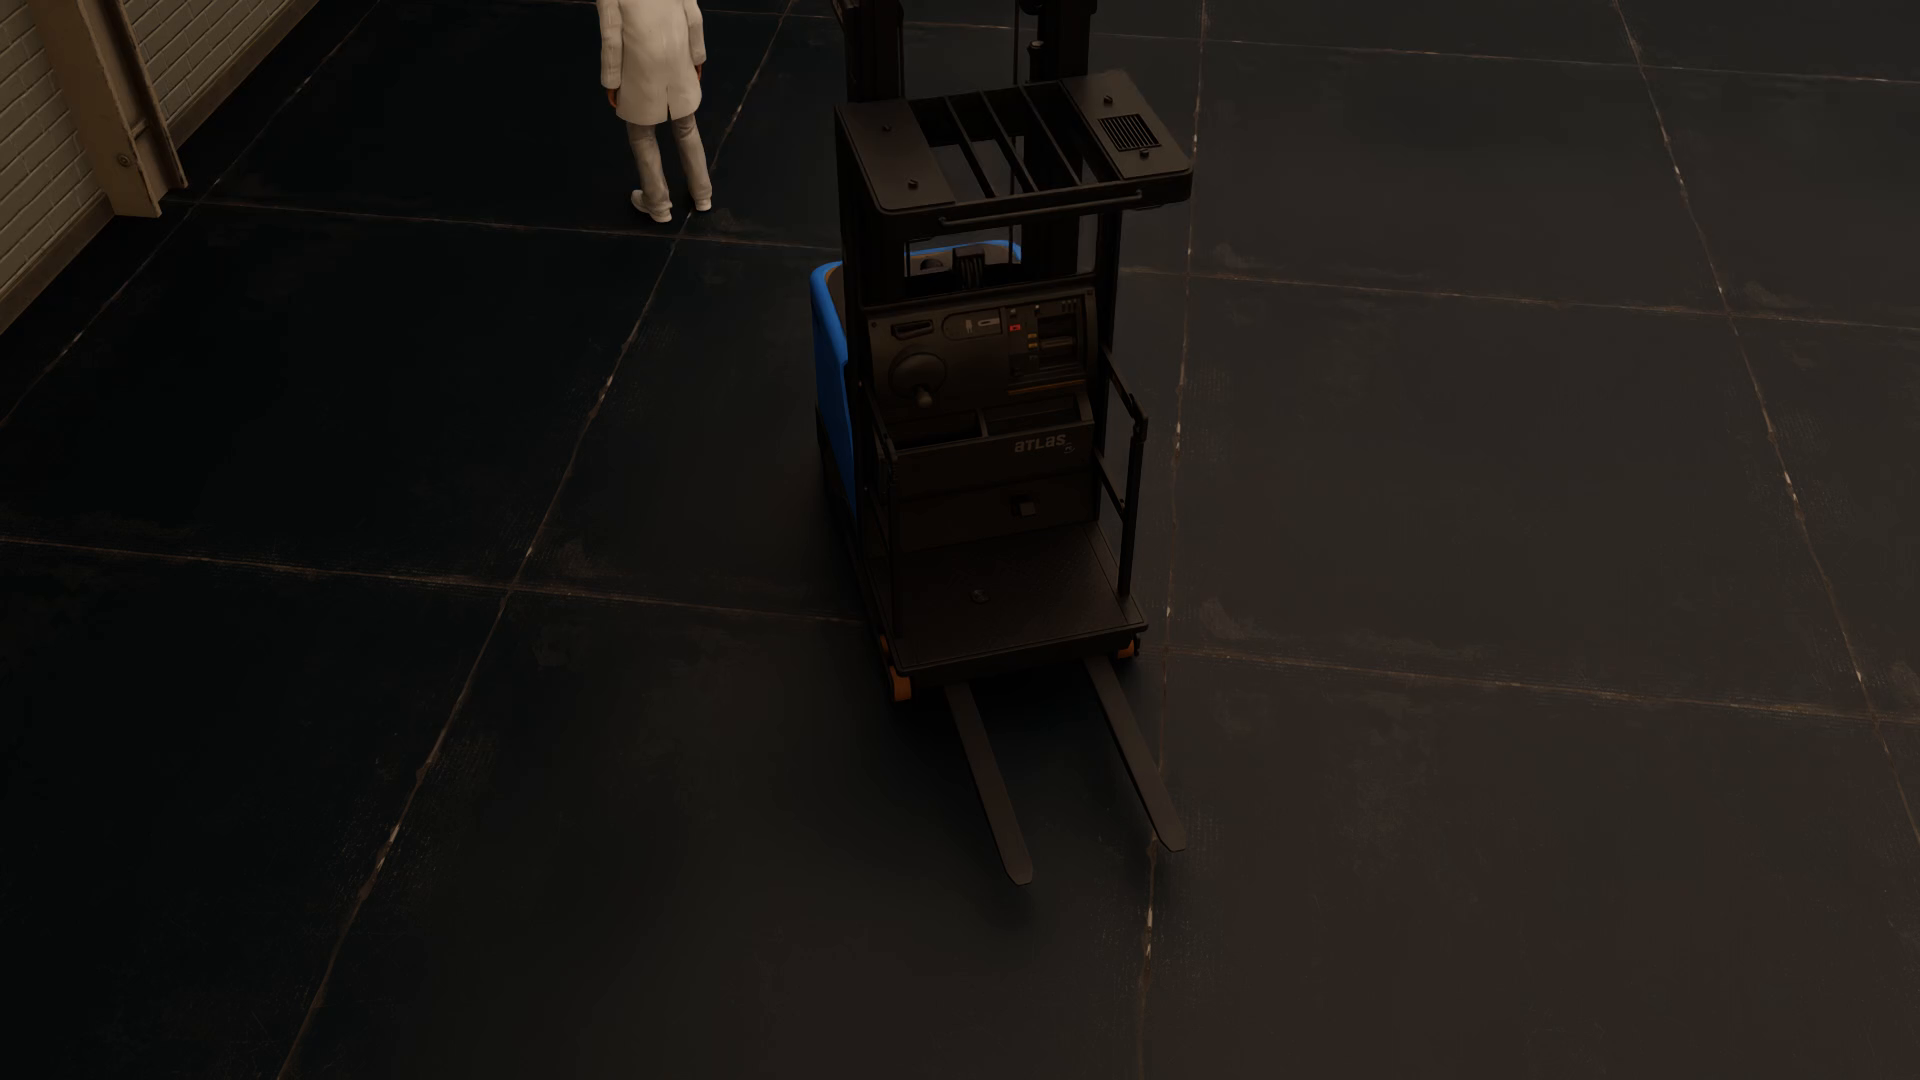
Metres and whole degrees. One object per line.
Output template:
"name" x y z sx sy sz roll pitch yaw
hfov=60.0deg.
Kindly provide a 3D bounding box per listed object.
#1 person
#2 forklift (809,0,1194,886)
"person" -1.747 -2.668 9.485 0.644 1.772 0.436 -22 47 -23
"forklift" 0.153 -0.681 6.465 1.130 2.935 3.031 -10 44 -11
